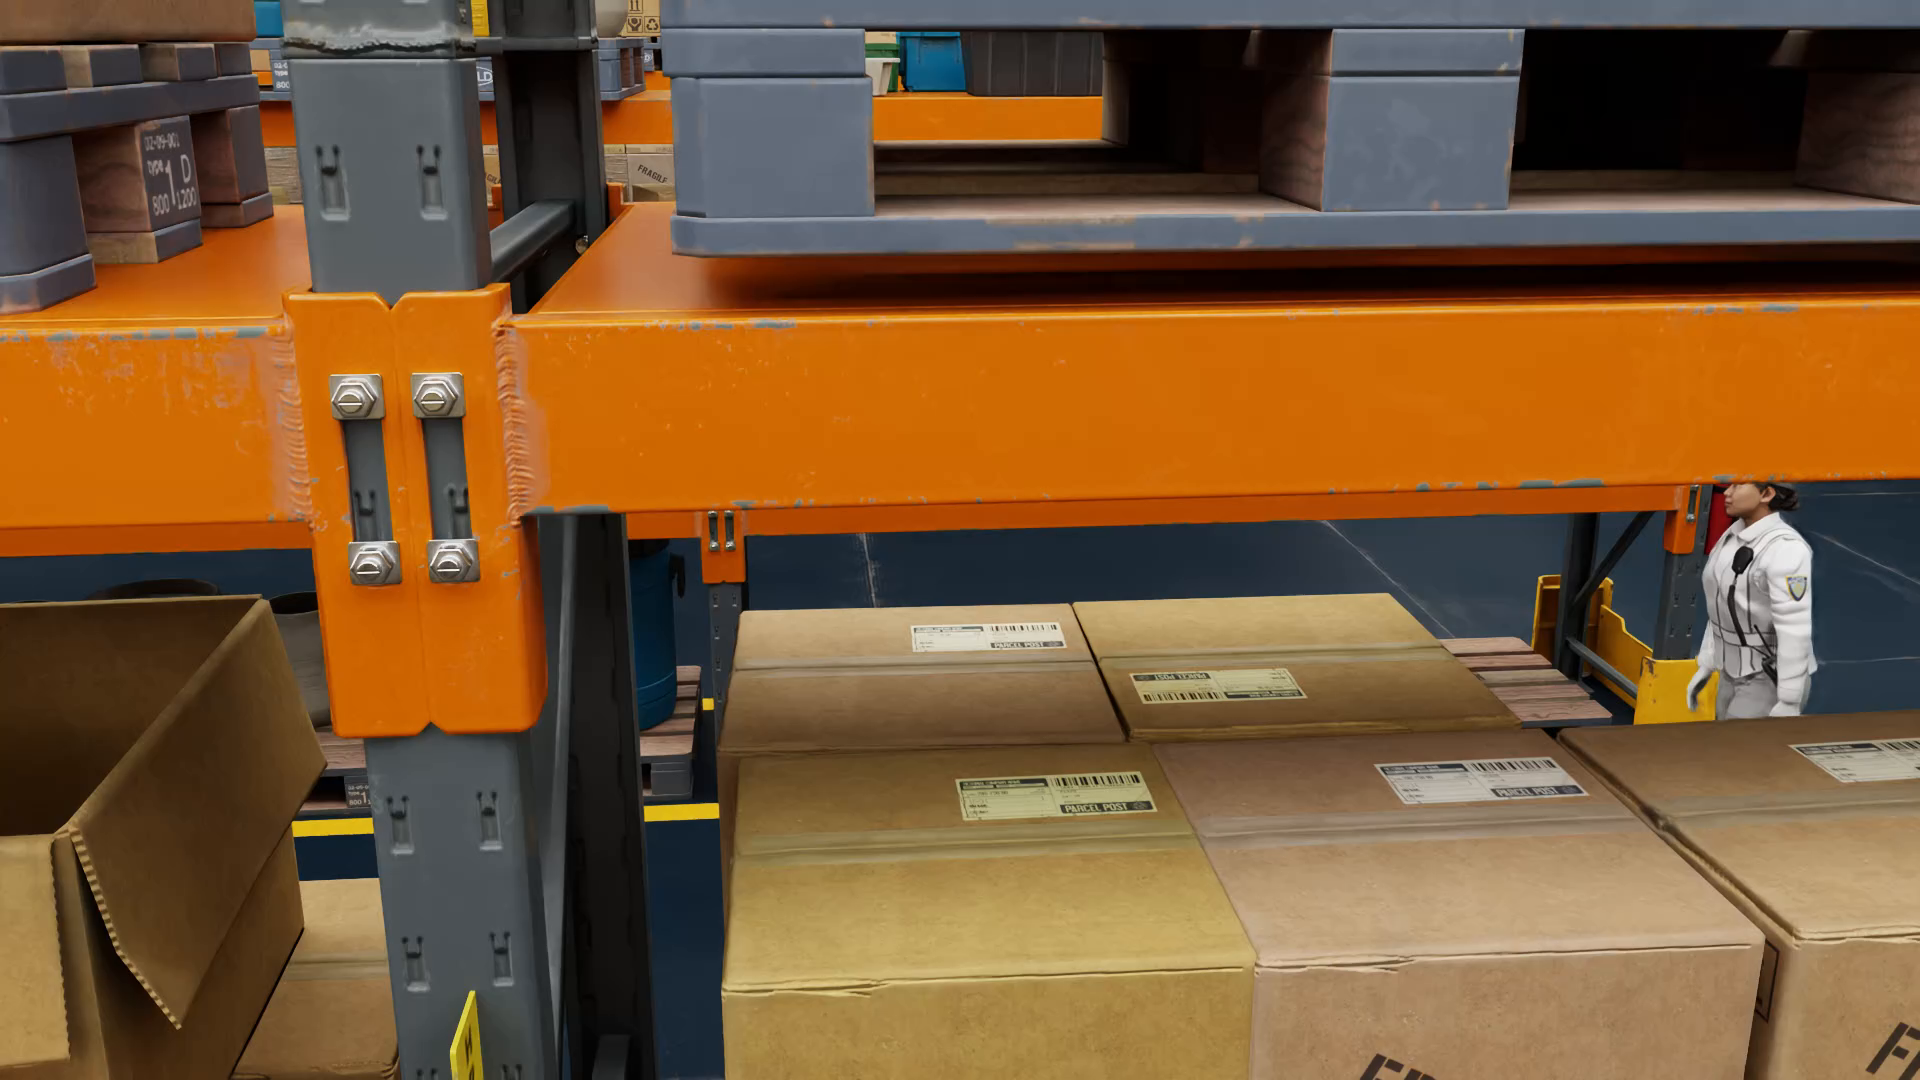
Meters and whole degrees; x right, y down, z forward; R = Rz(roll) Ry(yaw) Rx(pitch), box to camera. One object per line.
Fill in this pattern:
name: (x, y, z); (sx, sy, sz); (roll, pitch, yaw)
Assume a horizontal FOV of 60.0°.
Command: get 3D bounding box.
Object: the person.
person: (2.797, 0.507, 5.765); (0.436, 1.668, 0.627); (0, 17, 1)
